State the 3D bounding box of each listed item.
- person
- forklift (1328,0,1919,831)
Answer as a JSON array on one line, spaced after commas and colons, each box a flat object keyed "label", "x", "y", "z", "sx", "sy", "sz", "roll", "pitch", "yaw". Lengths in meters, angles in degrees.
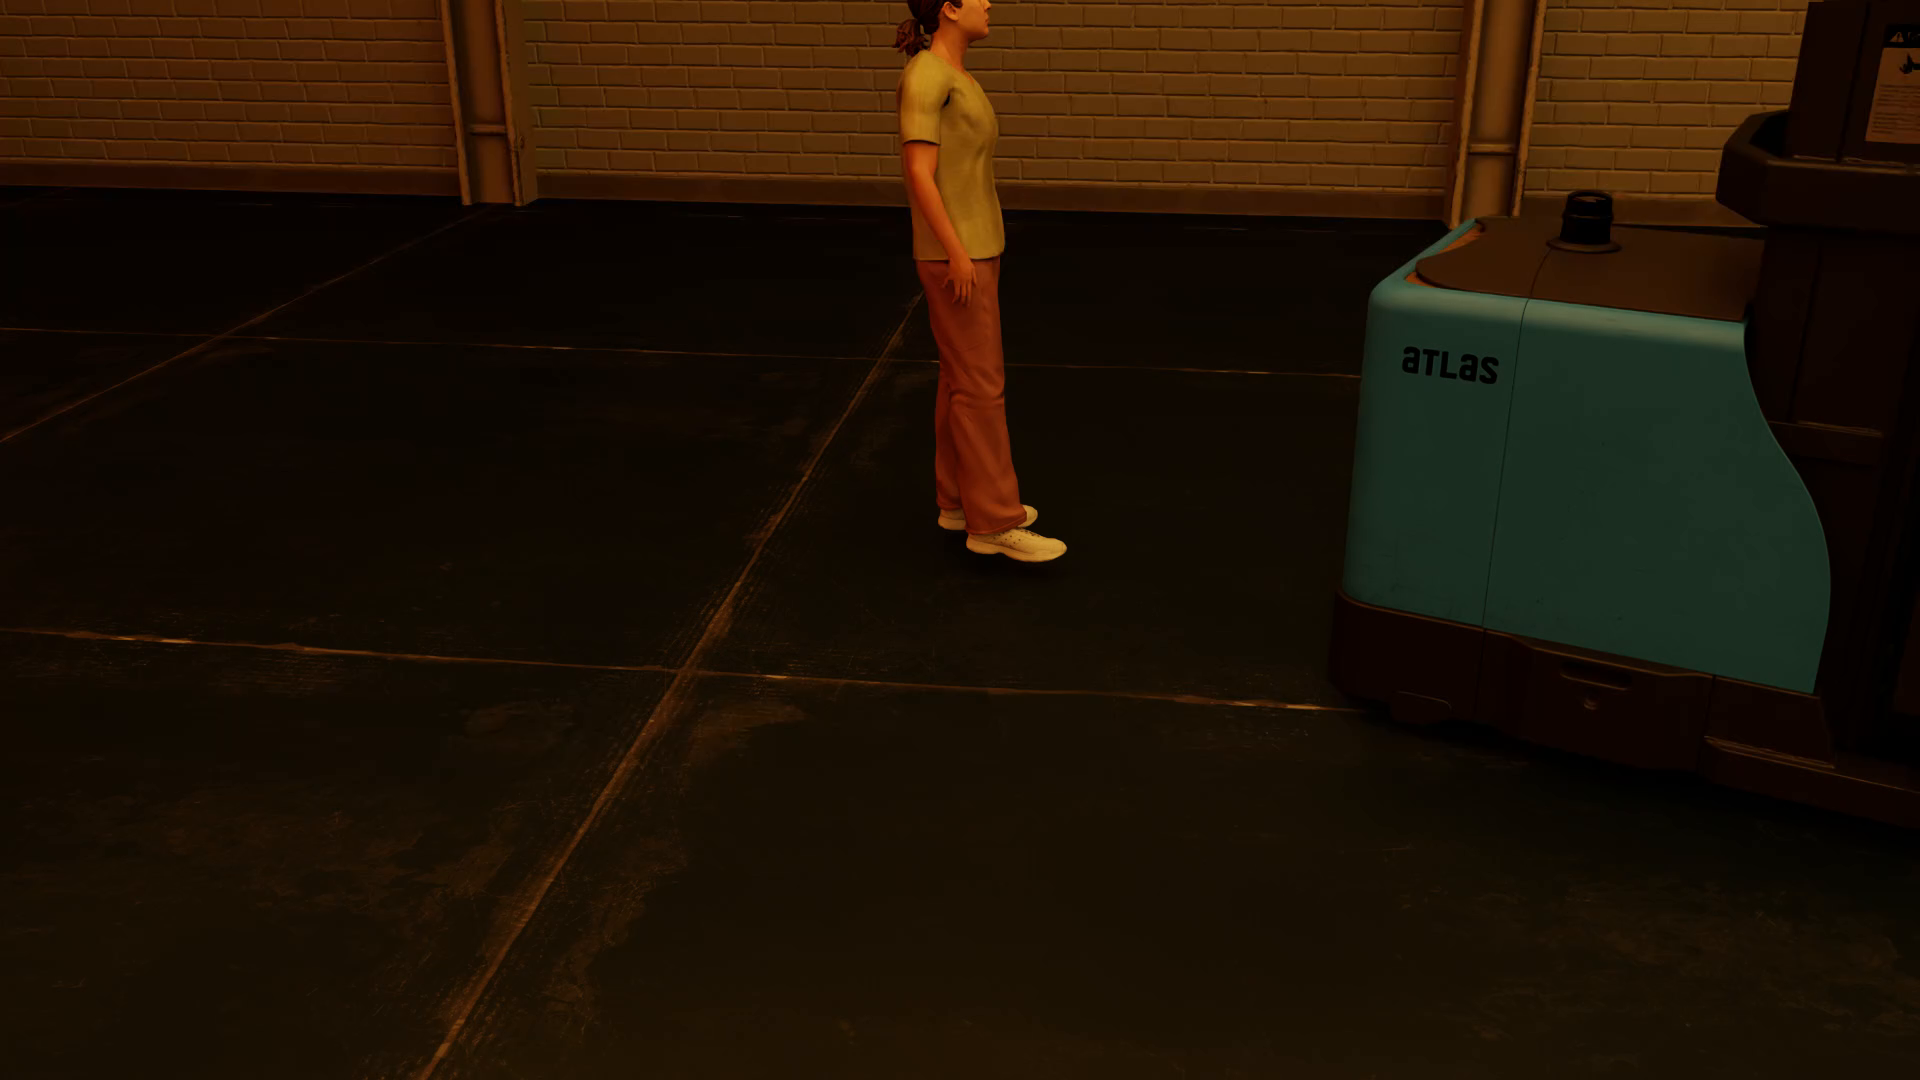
[{"label": "person", "x": 0.071, "y": -0.809, "z": 4.830, "sx": 0.548, "sy": 1.664, "sz": 0.554, "roll": 3, "pitch": 22, "yaw": 7}, {"label": "forklift", "x": 2.454, "y": -0.827, "z": 3.307, "sx": 3.031, "sy": 2.935, "sz": 1.130, "roll": 12, "pitch": 25, "yaw": 27}]
